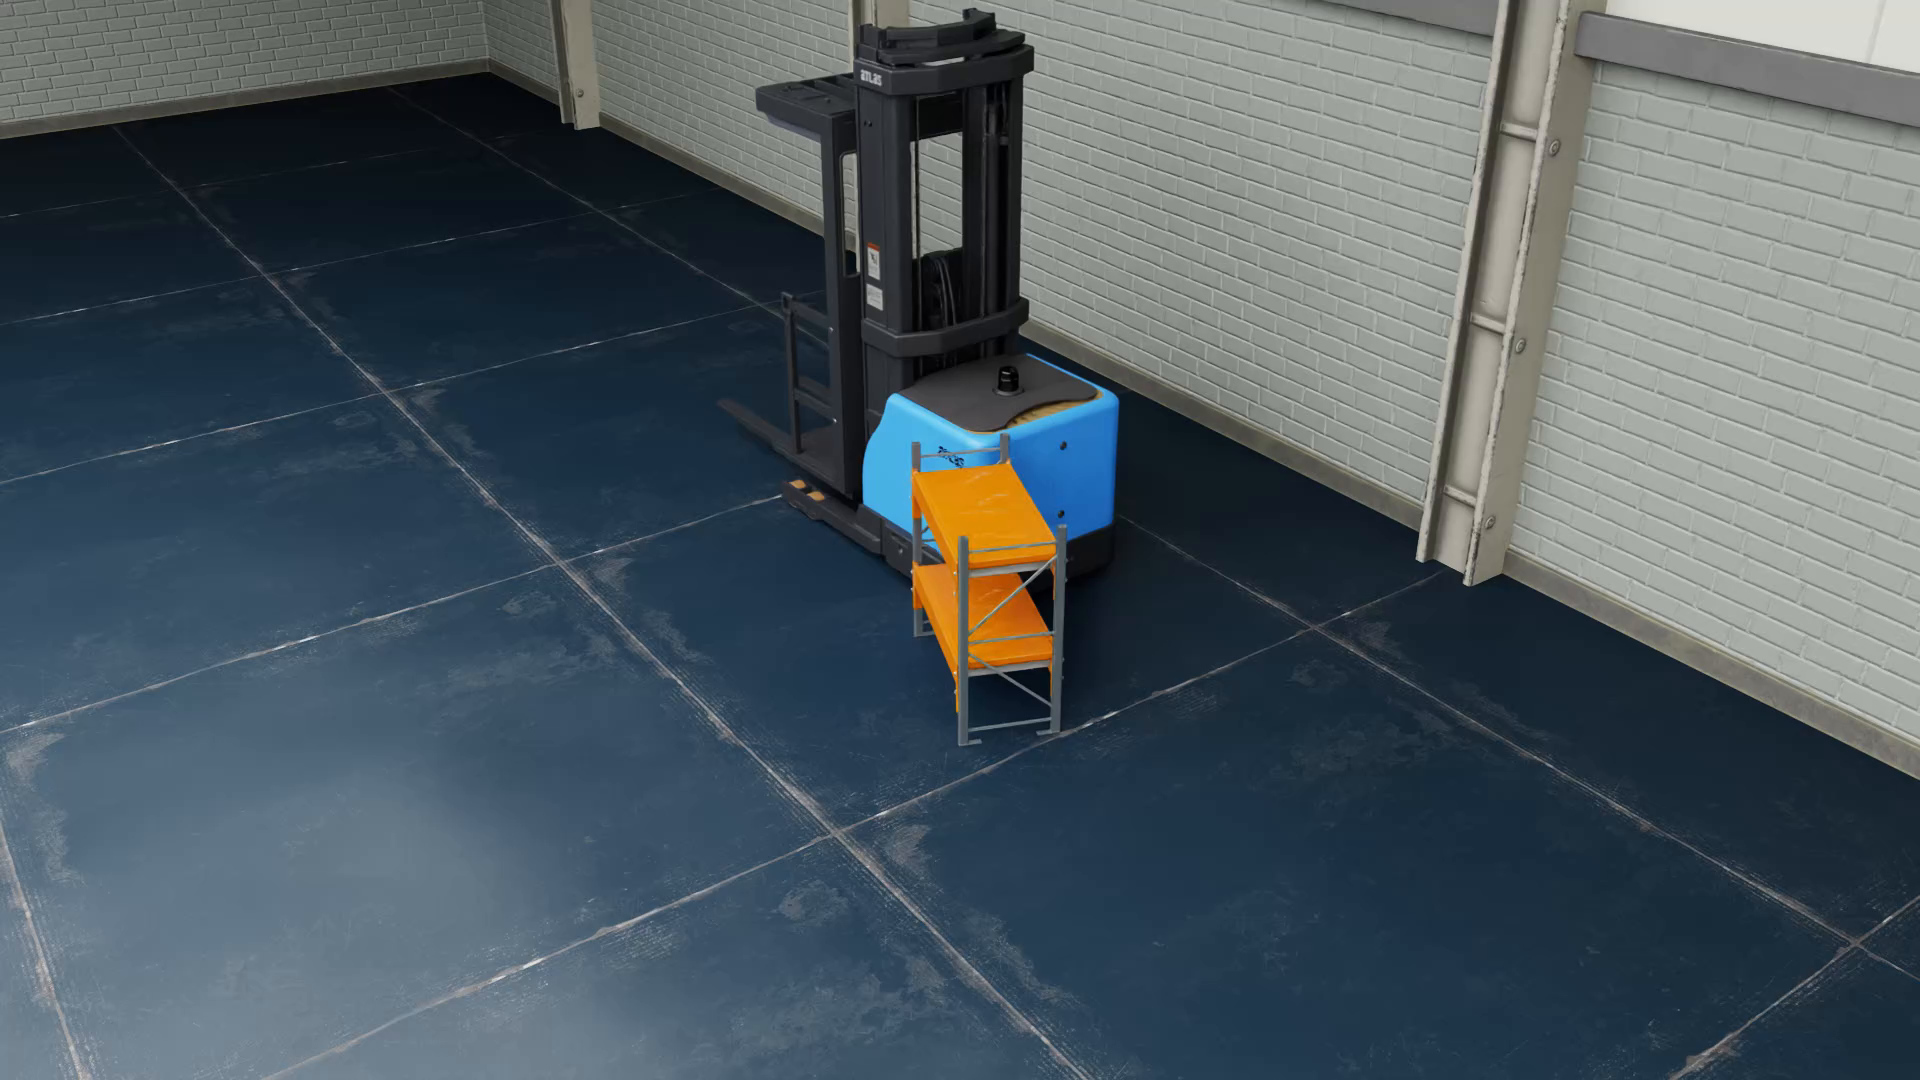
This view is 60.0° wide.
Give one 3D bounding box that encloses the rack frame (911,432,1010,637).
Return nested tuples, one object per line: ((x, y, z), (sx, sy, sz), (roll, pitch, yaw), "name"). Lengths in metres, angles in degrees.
((0.003, -0.014, 8.598), (0.500, 1.125, 0.032), (-6, 29, -12), "rack frame")

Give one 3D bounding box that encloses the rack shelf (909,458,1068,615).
((0.120, -0.035, 8.023), (0.538, 0.278, 1.000), (-6, 29, -12), "rack shelf")

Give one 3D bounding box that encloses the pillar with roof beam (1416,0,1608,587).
((-0.654, -2.621, 5.146), (9.100, 9.000, 0.400), (-19, 34, -31), "pillar with roof beam")

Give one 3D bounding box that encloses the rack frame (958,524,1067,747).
((0.237, 0.458, 7.728), (0.500, 1.125, 0.032), (-6, 29, -12), "rack frame")

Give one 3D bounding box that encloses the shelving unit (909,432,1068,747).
((0.120, 0.222, 8.163), (0.538, 1.125, 1.048), (-6, 29, -12), "shelving unit")

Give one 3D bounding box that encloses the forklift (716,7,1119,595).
((-0.425, -1.541, 9.516), (1.130, 2.935, 3.031), (-20, 34, -33), "forklift")

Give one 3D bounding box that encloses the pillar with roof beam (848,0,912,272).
((-4.134, -4.953, 9.441), (9.100, 9.000, 0.400), (-19, 34, -31), "pillar with roof beam")

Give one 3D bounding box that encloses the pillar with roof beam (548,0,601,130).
((-7.614, -7.286, 13.736), (9.100, 9.000, 0.400), (-19, 34, -31), "pillar with roof beam")

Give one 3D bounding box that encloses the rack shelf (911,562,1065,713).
((0.120, 0.437, 8.280), (0.538, 0.278, 1.000), (-6, 29, -12), "rack shelf")
